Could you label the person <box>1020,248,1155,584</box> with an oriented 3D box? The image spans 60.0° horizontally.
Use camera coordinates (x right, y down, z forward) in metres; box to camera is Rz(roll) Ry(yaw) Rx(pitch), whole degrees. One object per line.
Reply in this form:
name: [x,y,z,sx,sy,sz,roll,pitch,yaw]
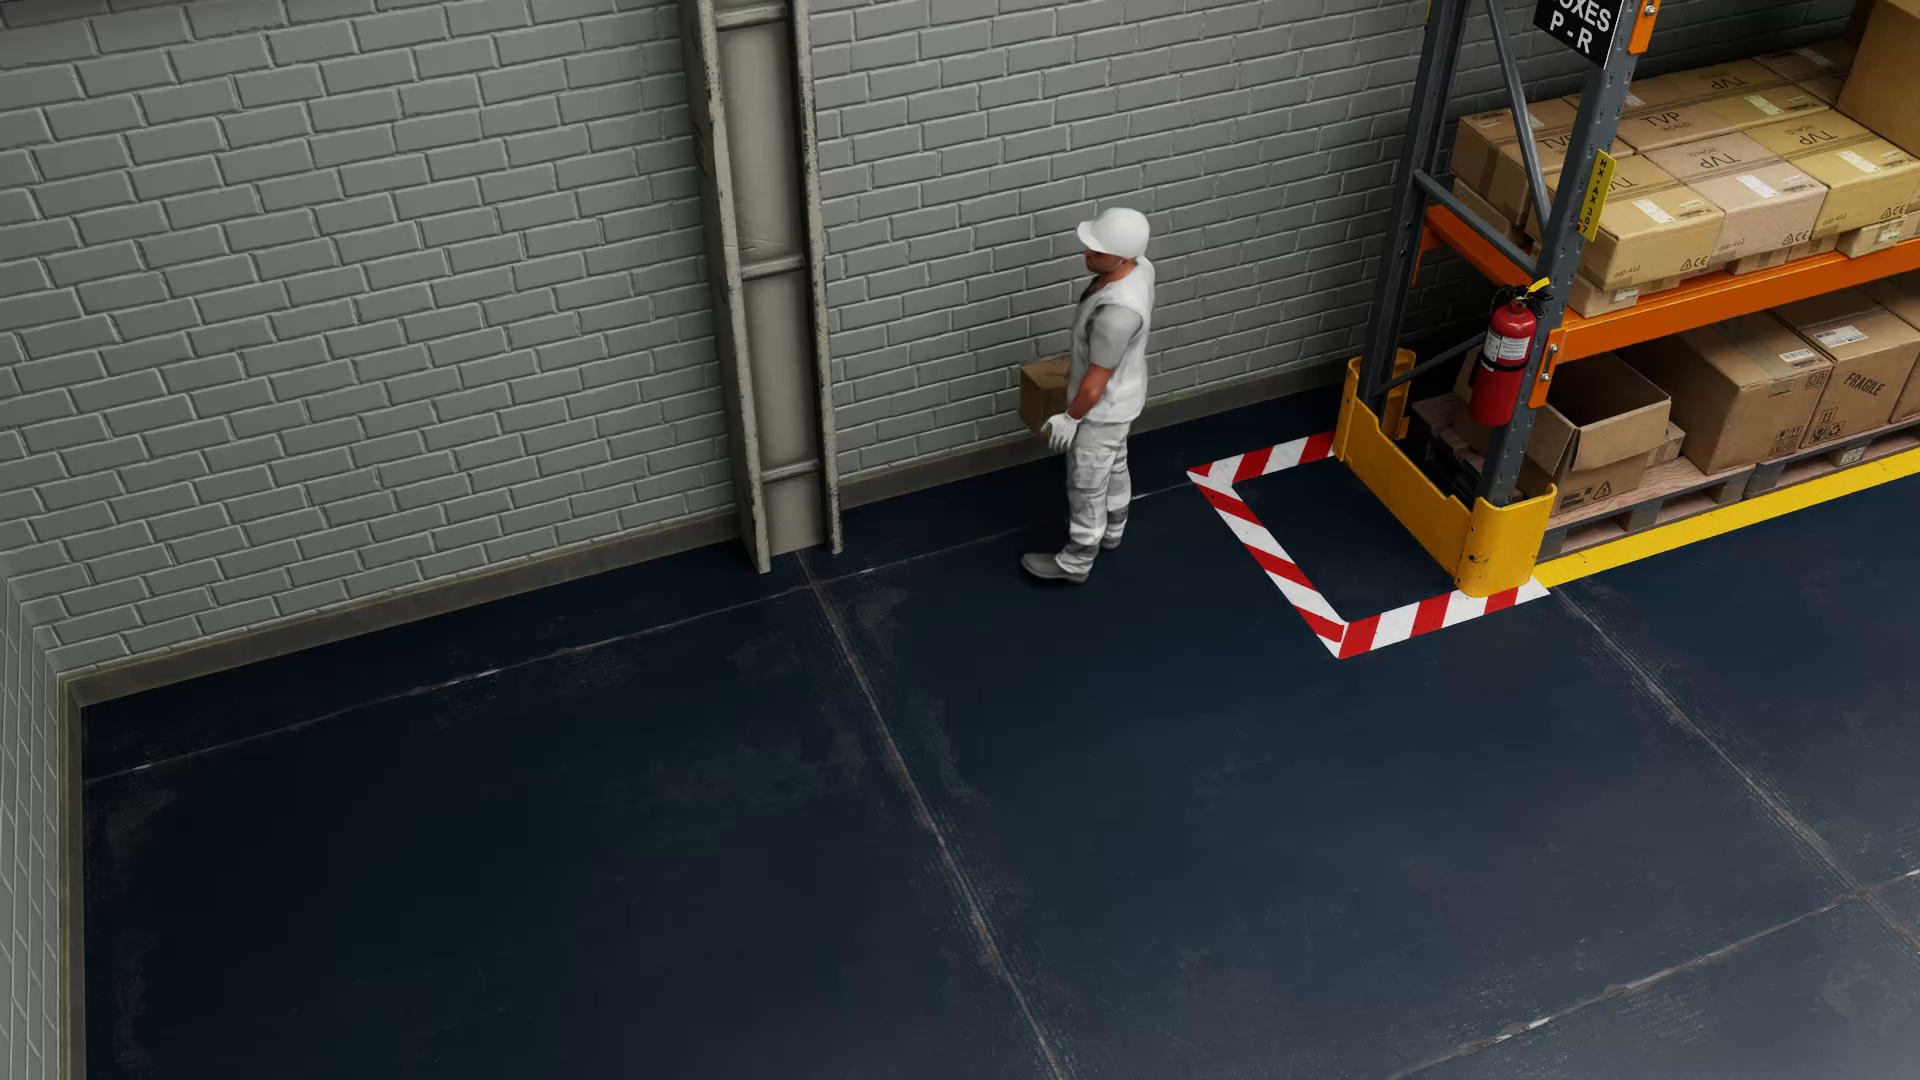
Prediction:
person: [0.522,-0.571,6.789,0.470,1.749,0.572,8,42,9]
